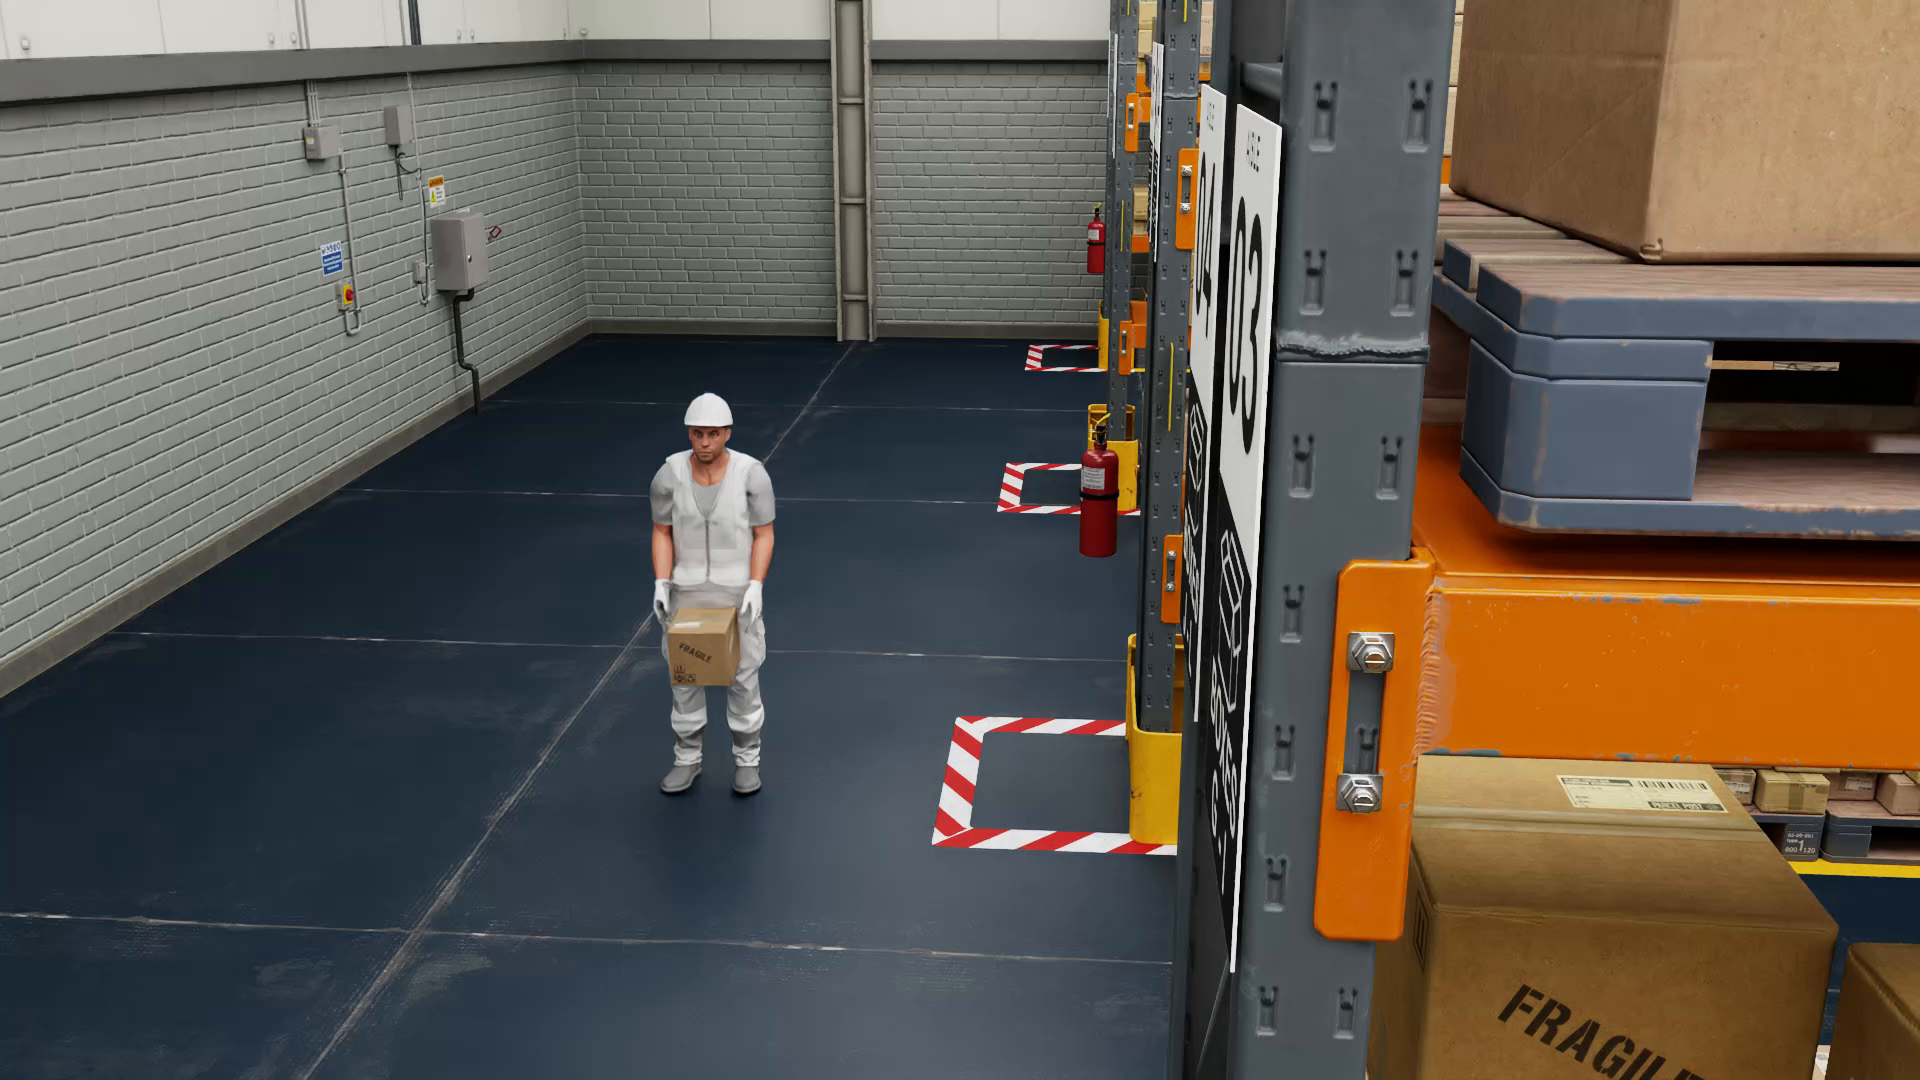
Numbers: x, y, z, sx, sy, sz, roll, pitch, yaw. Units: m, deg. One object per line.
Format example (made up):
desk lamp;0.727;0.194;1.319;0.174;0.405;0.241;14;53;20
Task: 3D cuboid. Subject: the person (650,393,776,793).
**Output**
person;-1.069;0.238;7.246;0.539;1.788;0.437;1;17;3
